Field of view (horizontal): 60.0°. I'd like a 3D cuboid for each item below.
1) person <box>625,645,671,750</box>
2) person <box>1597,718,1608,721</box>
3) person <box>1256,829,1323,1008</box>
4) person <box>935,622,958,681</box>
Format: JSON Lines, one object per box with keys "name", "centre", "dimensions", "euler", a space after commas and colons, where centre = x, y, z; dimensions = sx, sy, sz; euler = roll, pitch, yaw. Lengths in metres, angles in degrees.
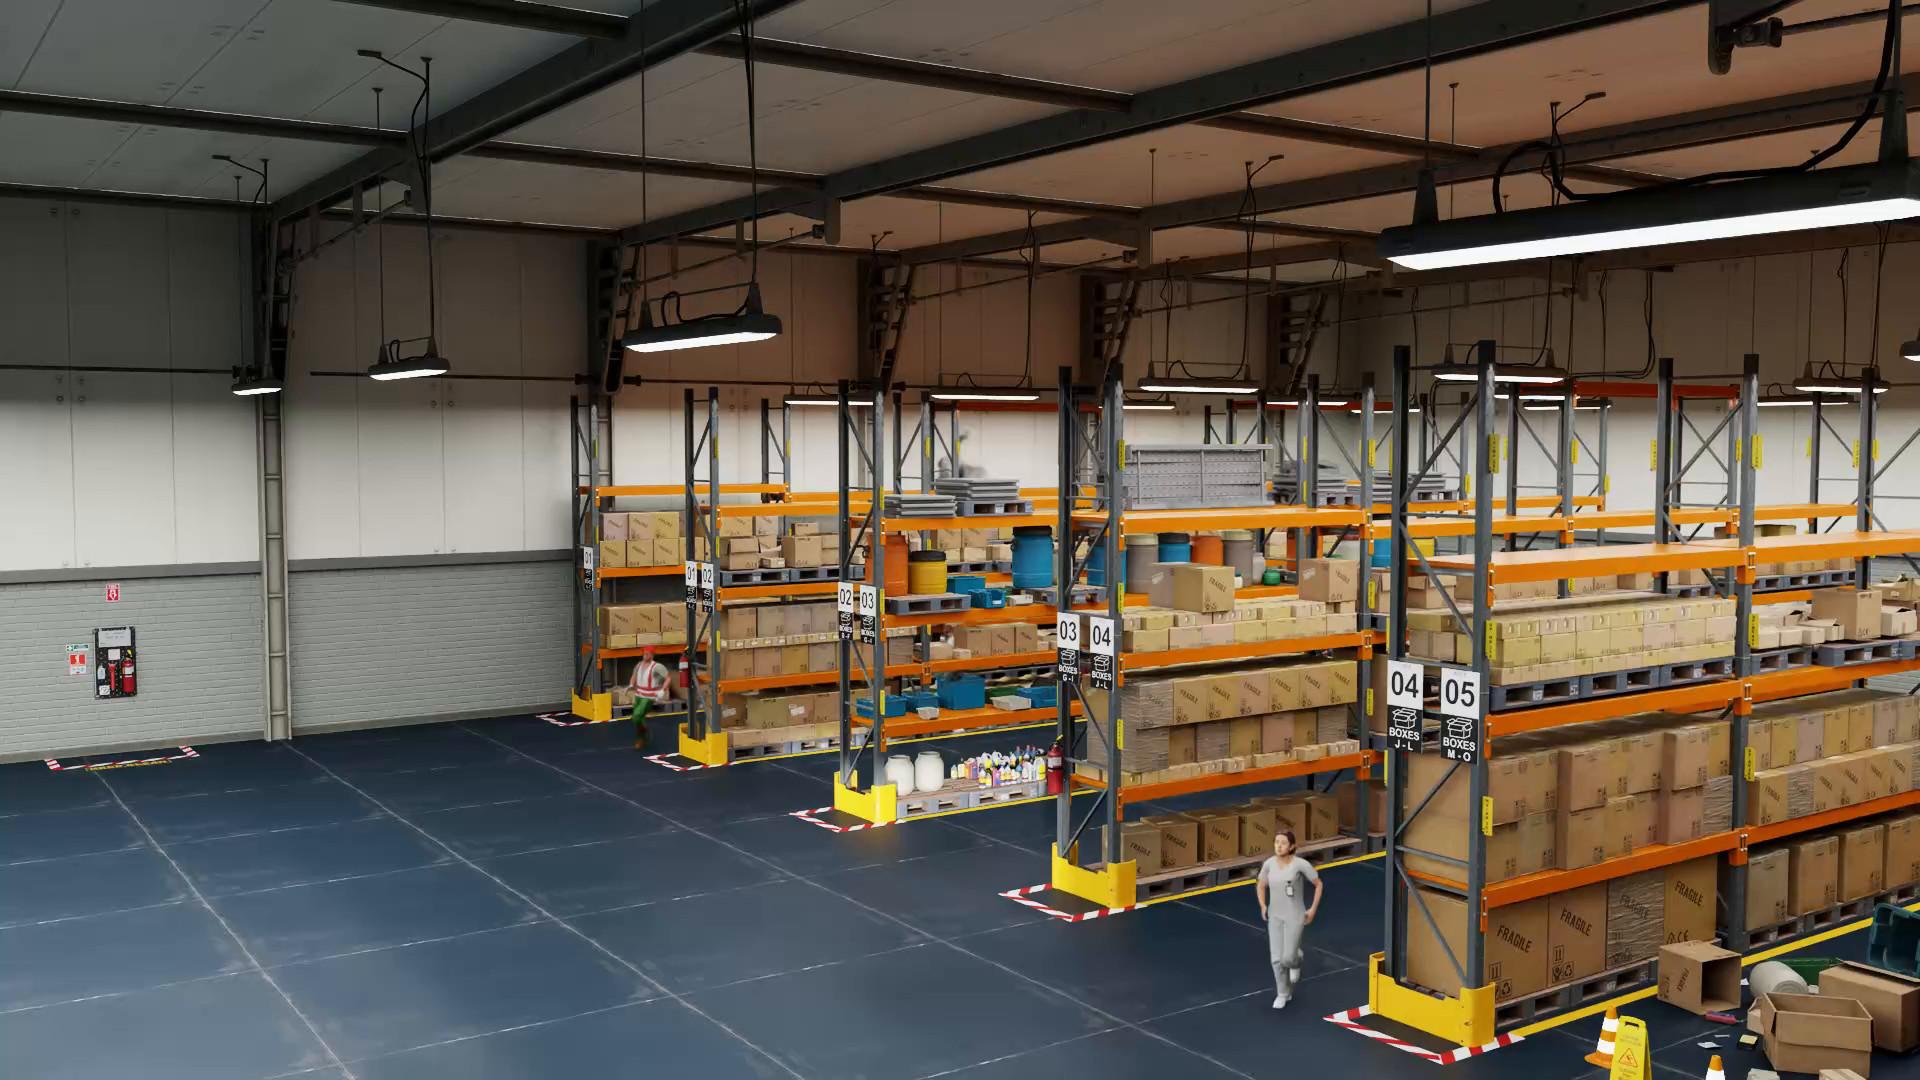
{"name": "person", "centre": [-5.238, 2.625, 27.707], "dimensions": [0.720, 1.753, 0.638], "euler": [2, 4, 35]}
{"name": "person", "centre": [8.210, 3.079, 21.077], "dimensions": [0.778, 1.698, 0.597], "euler": [-3, 4, -38]}
{"name": "person", "centre": [2.999, 3.446, 15.183], "dimensions": [0.590, 1.637, 0.635], "euler": [2, 4, 30]}
{"name": "person", "centre": [-0.201, 2.376, 31.990], "dimensions": [0.580, 1.727, 0.645], "euler": [-3, 5, -45]}
